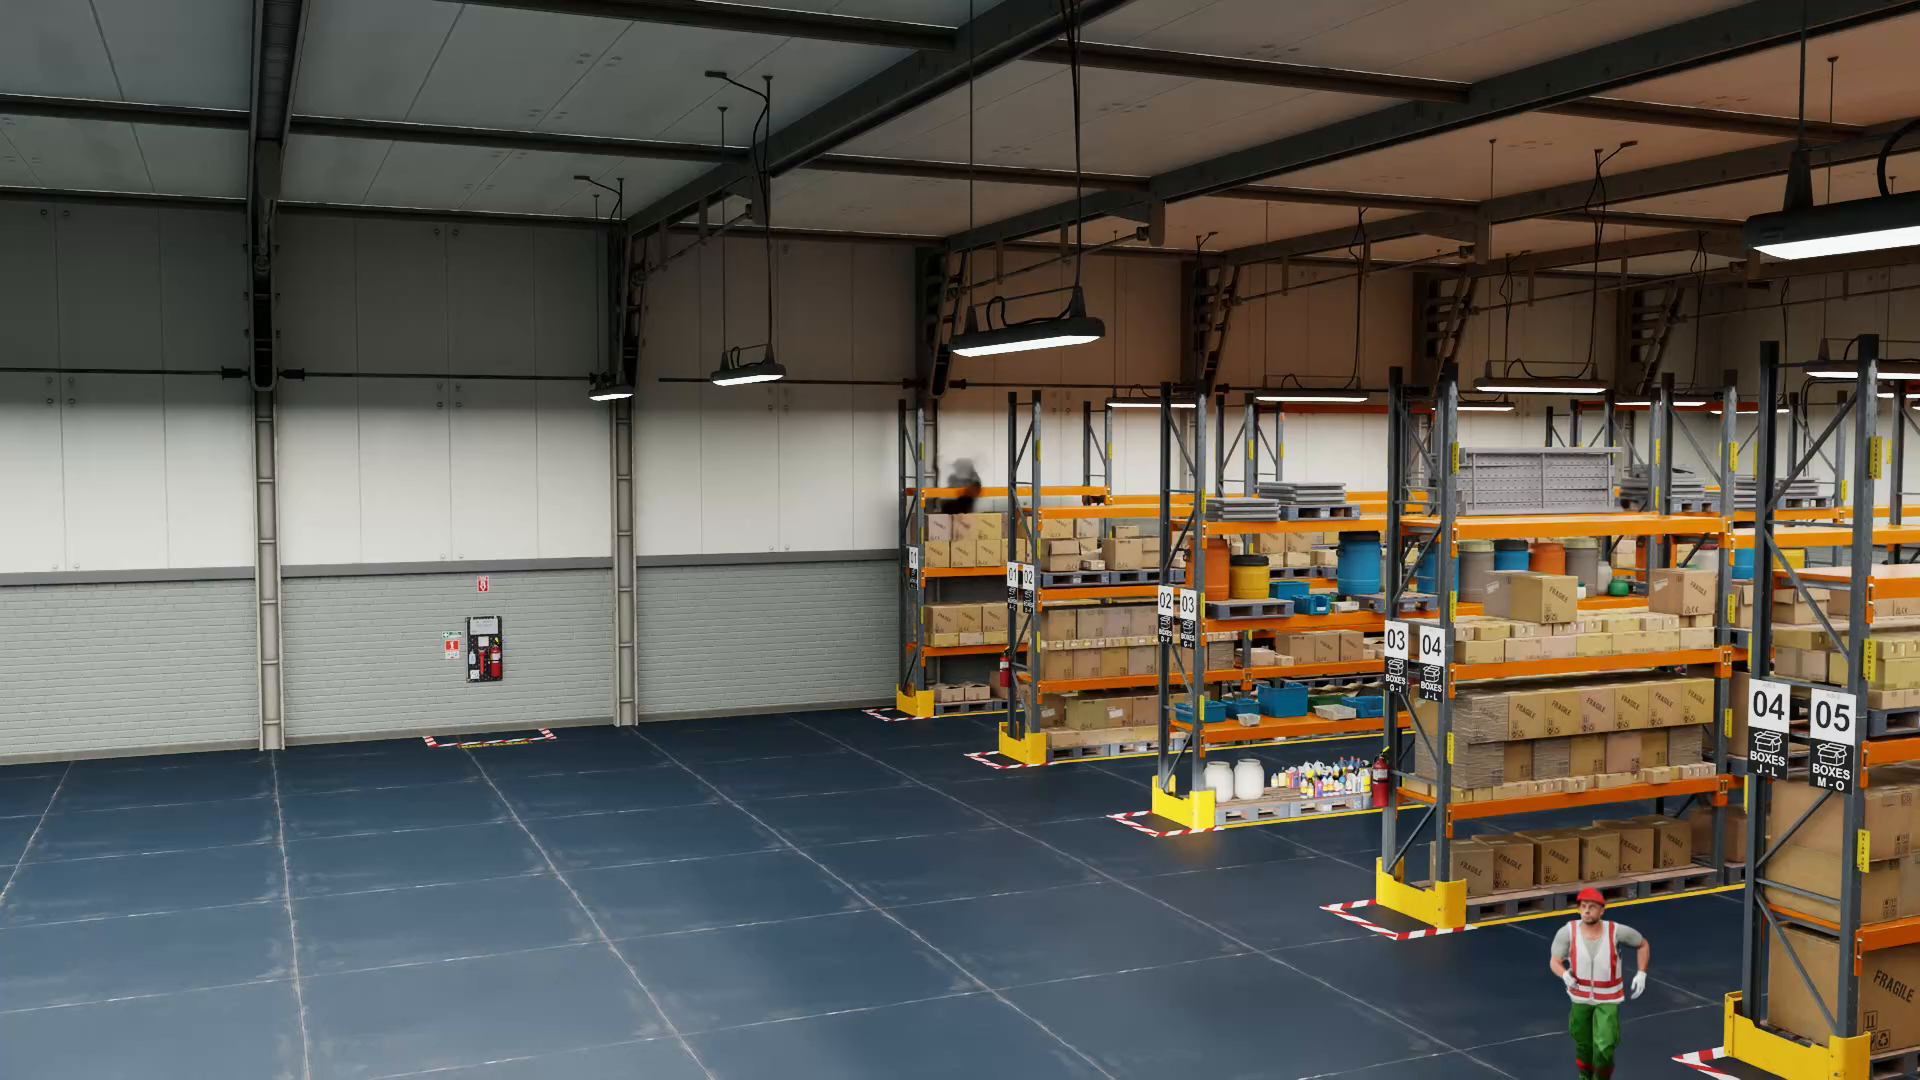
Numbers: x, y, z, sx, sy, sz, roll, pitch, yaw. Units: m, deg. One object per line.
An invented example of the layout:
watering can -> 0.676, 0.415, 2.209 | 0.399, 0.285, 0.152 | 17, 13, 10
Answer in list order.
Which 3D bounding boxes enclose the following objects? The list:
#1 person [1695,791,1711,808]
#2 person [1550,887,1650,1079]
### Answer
person -> 10.320, 2.979, 23.021 | 0.599, 1.680, 0.692 | -2, 4, -27
person -> 4.861, 3.517, 12.696 | 0.675, 1.749, 0.851 | 2, 4, 31
